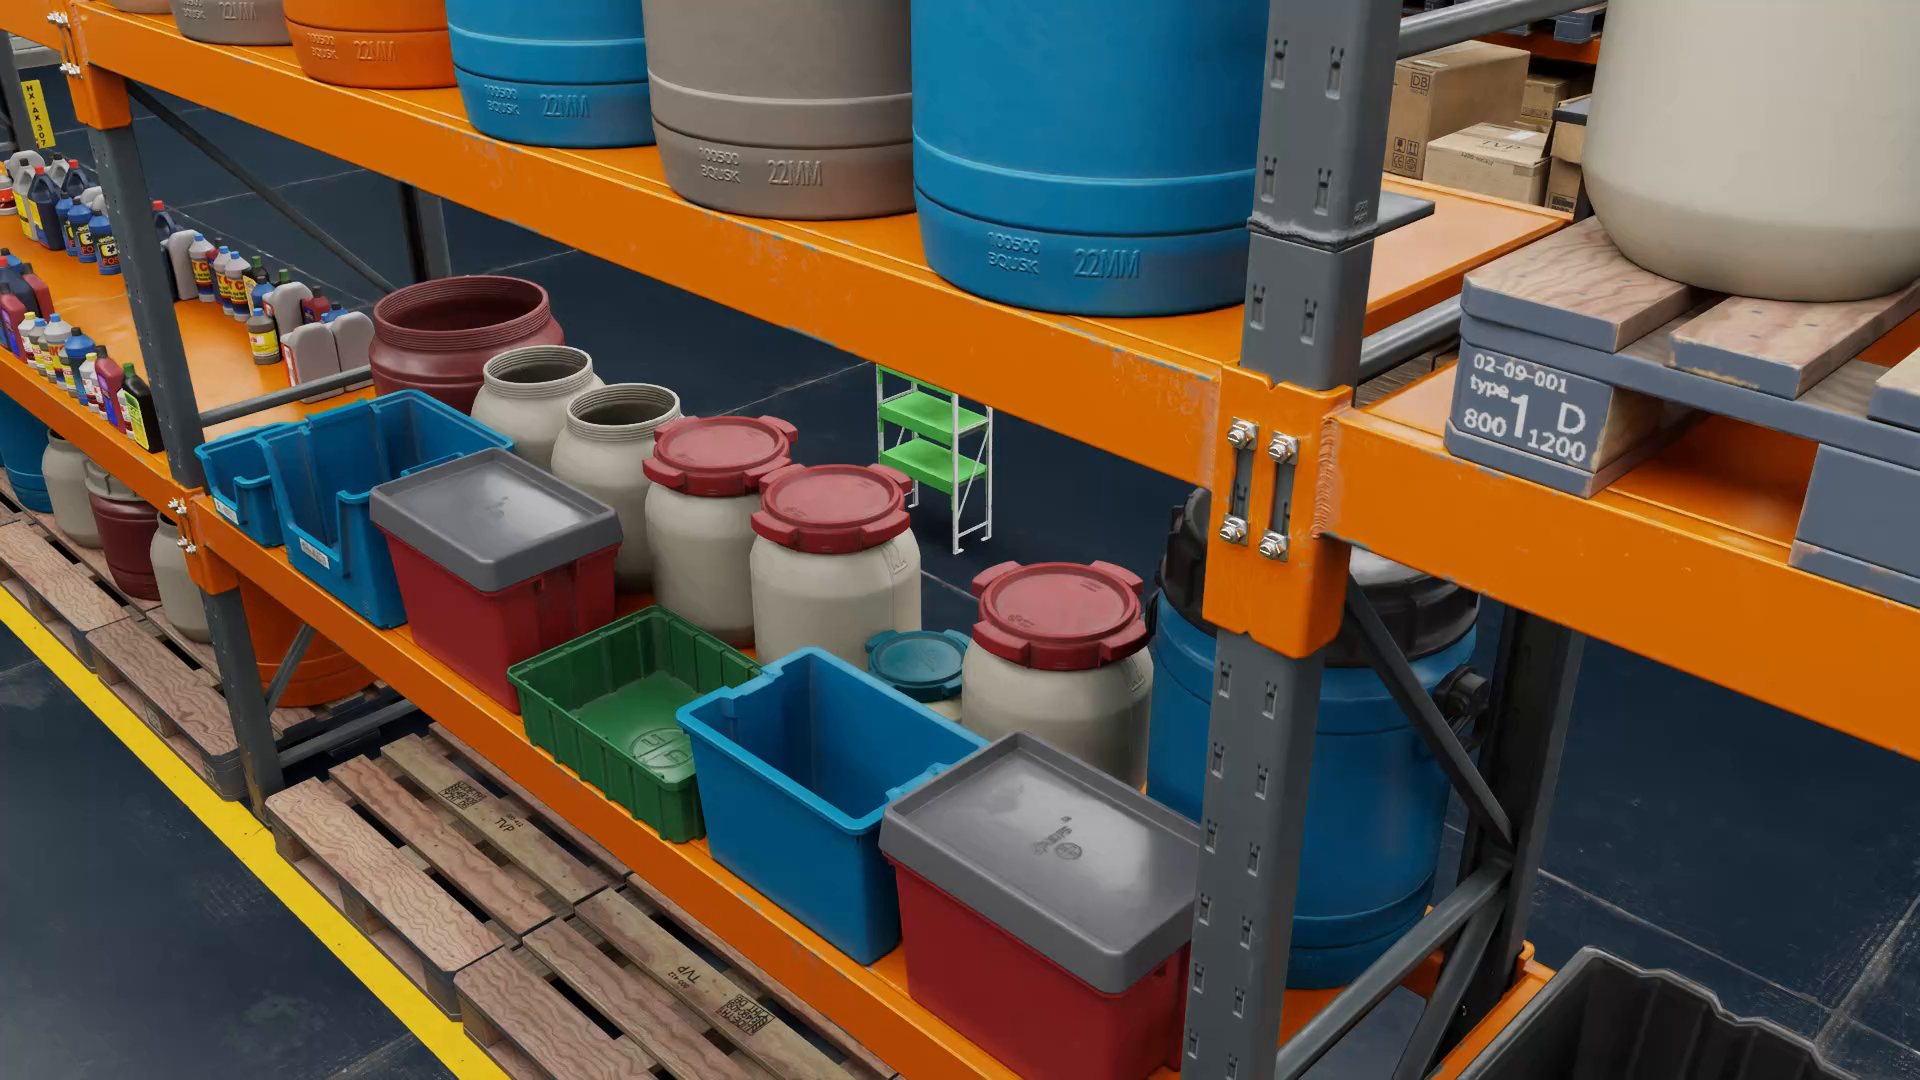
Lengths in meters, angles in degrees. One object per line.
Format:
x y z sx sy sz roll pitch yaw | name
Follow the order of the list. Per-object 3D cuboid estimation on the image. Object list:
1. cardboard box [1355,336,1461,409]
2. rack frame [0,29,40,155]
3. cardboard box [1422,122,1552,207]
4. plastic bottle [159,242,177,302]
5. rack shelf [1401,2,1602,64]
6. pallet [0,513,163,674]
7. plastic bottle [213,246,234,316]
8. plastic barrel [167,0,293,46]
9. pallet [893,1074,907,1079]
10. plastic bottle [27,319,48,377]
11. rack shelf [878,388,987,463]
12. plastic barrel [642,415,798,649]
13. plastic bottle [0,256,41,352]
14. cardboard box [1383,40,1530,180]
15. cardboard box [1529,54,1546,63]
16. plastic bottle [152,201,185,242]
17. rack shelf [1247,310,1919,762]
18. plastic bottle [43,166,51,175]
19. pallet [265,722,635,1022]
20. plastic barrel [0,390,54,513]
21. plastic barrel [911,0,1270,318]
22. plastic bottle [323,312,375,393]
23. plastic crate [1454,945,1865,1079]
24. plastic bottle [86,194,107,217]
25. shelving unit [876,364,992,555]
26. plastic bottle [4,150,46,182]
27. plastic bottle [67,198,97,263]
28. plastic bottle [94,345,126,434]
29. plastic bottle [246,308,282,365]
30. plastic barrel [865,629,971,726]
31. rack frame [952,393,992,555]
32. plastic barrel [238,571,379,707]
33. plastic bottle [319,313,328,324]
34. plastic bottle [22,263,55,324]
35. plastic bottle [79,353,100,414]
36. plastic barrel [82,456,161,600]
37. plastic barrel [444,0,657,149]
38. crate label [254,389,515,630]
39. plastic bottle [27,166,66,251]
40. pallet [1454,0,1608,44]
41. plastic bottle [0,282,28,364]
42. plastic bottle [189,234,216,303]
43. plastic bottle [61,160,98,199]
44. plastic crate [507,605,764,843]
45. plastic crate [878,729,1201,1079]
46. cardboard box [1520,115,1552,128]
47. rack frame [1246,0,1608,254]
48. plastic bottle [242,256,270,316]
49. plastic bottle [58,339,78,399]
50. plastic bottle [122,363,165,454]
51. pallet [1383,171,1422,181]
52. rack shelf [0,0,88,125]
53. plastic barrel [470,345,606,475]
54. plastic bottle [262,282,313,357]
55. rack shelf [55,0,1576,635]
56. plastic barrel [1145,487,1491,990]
2.260 -0.842 8.341 0.500 0.500 0.700 21 34 34 | cardboard box
-4.961 -1.803 7.957 0.127 3.000 1.000 25 36 38 | rack frame
2.397 -1.638 7.352 0.500 0.250 0.500 23 36 37 | cardboard box
-3.302 -1.136 6.741 0.185 0.351 0.144 25 36 38 | plastic bottle
3.487 -4.089 13.077 4.000 0.370 1.077 25 36 38 | rack shelf
-3.566 0.095 7.343 1.213 0.211 1.003 25 36 38 | pallet
-2.914 -1.038 6.640 0.097 0.271 0.097 0 28 0 | plastic bottle
-1.676 -1.708 4.013 0.600 0.901 0.600 0 28 0 | plastic barrel
0.156 1.798 4.104 1.213 0.211 1.003 25 36 38 | pallet
-3.347 -0.710 6.091 0.097 0.201 0.097 0 28 0 | plastic bottle
-0.118 -0.529 7.603 0.480 0.148 0.258 25 36 38 | rack shelf
-0.617 -0.019 4.417 0.433 0.535 0.433 0 28 0 | plastic barrel
-3.596 -0.905 6.302 0.185 0.351 0.144 25 36 38 | plastic bottle
2.245 -2.060 7.886 0.700 0.500 0.500 -19 33 -32 | cardboard box
4.229 -3.637 12.873 0.500 0.250 0.500 24 36 38 | cardboard box
-3.291 -1.231 6.921 0.185 0.351 0.144 25 36 38 | plastic bottle
2.169 0.450 1.221 4.000 0.370 1.077 25 36 38 | rack shelf
-4.193 -1.608 7.718 0.135 0.276 0.152 25 36 38 | plastic bottle
-1.584 1.002 5.618 1.213 0.211 1.003 25 36 38 | pallet
-4.081 -0.646 7.560 0.708 0.901 0.600 25 36 38 | plastic barrel
0.228 -0.836 2.356 0.708 0.901 0.600 25 36 38 | plastic barrel
-2.191 -0.692 5.976 0.135 0.276 0.152 25 36 38 | plastic bottle
1.027 1.047 2.602 0.504 0.338 0.767 25 36 38 | plastic crate
-3.738 -1.399 7.322 0.135 0.276 0.152 25 36 38 | plastic bottle
-0.118 -0.585 7.573 0.503 1.200 0.258 25 36 38 | shelving unit
-4.454 -1.727 7.945 0.135 0.276 0.152 25 36 38 | plastic bottle
-3.812 -1.350 7.233 0.097 0.271 0.097 0 28 0 | plastic bottle
-2.861 -0.512 5.627 0.133 0.283 0.061 25 36 38 | plastic bottle
-2.595 -0.762 6.190 0.097 0.201 0.097 0 28 0 | plastic bottle
-0.093 0.385 3.943 0.301 0.262 0.301 0 28 0 | plastic barrel
0.056 -0.505 7.422 0.015 1.200 0.240 25 36 38 | rack frame
-2.470 0.122 6.175 0.708 0.830 0.600 25 36 38 | plastic barrel
-2.324 -0.737 6.143 0.097 0.201 0.097 0 28 0 | plastic bottle
-3.542 -0.918 6.398 0.133 0.283 0.061 25 36 38 | plastic bottle
-3.000 -0.551 5.789 0.097 0.201 0.097 0 28 0 | plastic bottle
-3.275 -0.139 6.932 0.708 0.588 0.600 25 36 38 | plastic barrel
-0.704 -1.263 3.168 0.708 0.901 0.600 25 36 38 | plastic barrel
-1.590 -0.100 4.679 0.616 0.435 0.502 25 36 38 | crate label
-4.046 -1.482 7.399 0.185 0.351 0.144 25 36 38 | plastic bottle
4.330 -3.867 12.088 1.003 0.211 1.213 25 36 38 | pallet
-3.512 -0.810 6.193 0.133 0.283 0.061 25 36 38 | plastic bottle
-3.078 -1.113 6.783 0.097 0.271 0.097 0 28 0 | plastic bottle
-3.945 -1.530 7.490 0.185 0.351 0.144 25 36 38 | plastic bottle
-0.697 0.426 3.944 0.662 0.188 0.450 25 36 38 | plastic crate
0.183 0.722 3.085 0.583 0.464 0.402 25 36 38 | plastic crate
4.260 -2.962 12.396 0.500 0.500 0.500 24 36 38 | cardboard box
0.743 -1.848 1.596 0.127 3.000 1.000 25 36 38 | rack frame
-2.749 -0.980 6.516 0.133 0.283 0.061 25 36 38 | plastic bottle
-3.139 -0.615 5.910 0.097 0.201 0.097 0 28 0 | plastic bottle
-2.697 -0.437 5.483 0.133 0.283 0.061 25 36 38 | plastic bottle
1.946 -1.860 8.270 1.003 0.211 1.213 25 36 38 | pallet
-3.535 -2.160 6.185 4.000 0.370 1.077 25 36 38 | rack shelf
-1.226 -0.283 4.945 0.421 0.512 0.421 0 28 0 | plastic barrel
-2.521 -0.843 6.263 0.135 0.276 0.152 25 36 38 | plastic bottle
-0.683 -0.855 3.703 4.000 0.370 1.077 25 36 38 | rack shelf
0.680 0.358 3.307 0.708 0.901 0.600 25 36 38 | plastic barrel
